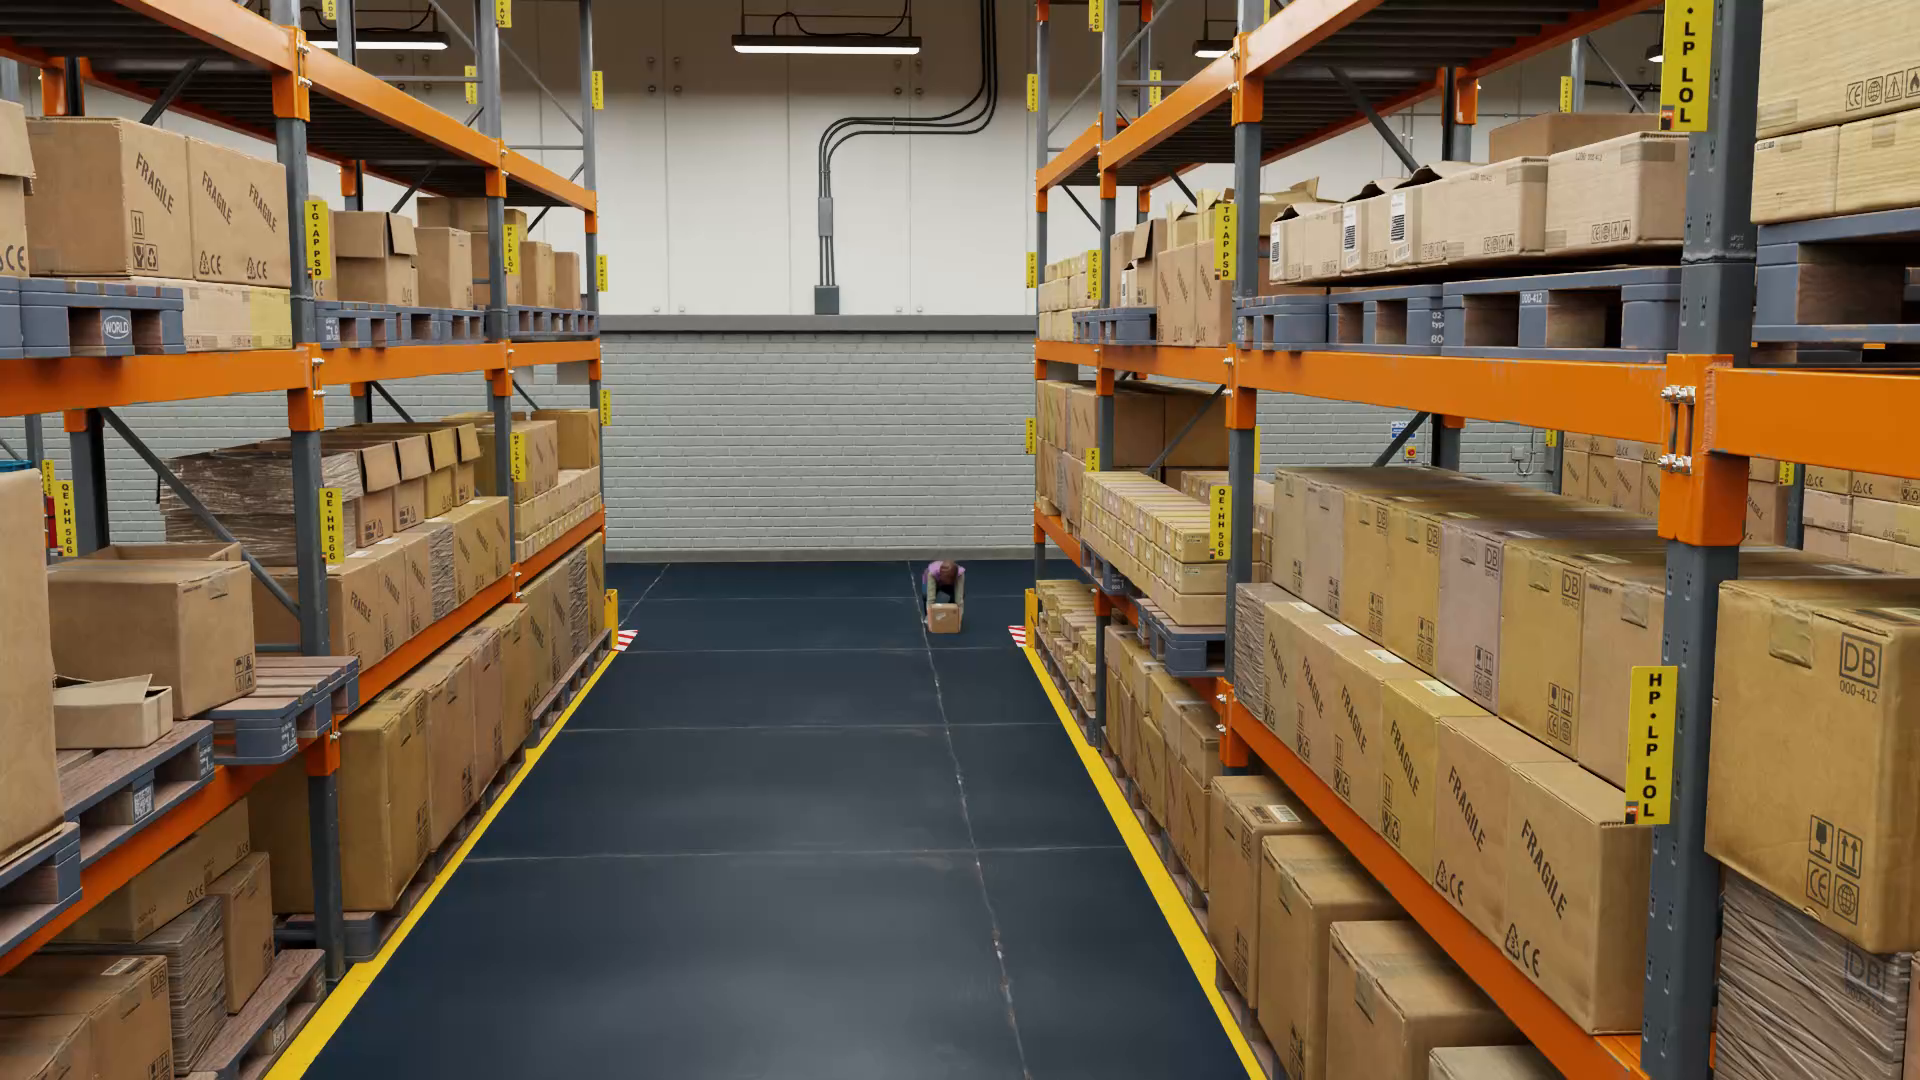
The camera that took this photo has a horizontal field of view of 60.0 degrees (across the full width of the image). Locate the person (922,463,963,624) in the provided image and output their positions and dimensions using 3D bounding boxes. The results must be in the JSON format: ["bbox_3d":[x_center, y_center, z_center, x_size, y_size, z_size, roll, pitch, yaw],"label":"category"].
[{"bbox_3d":[-0.176,0.044,16.472,0.405,1.589,0.500,0,7,-3],"label":"person"}]
